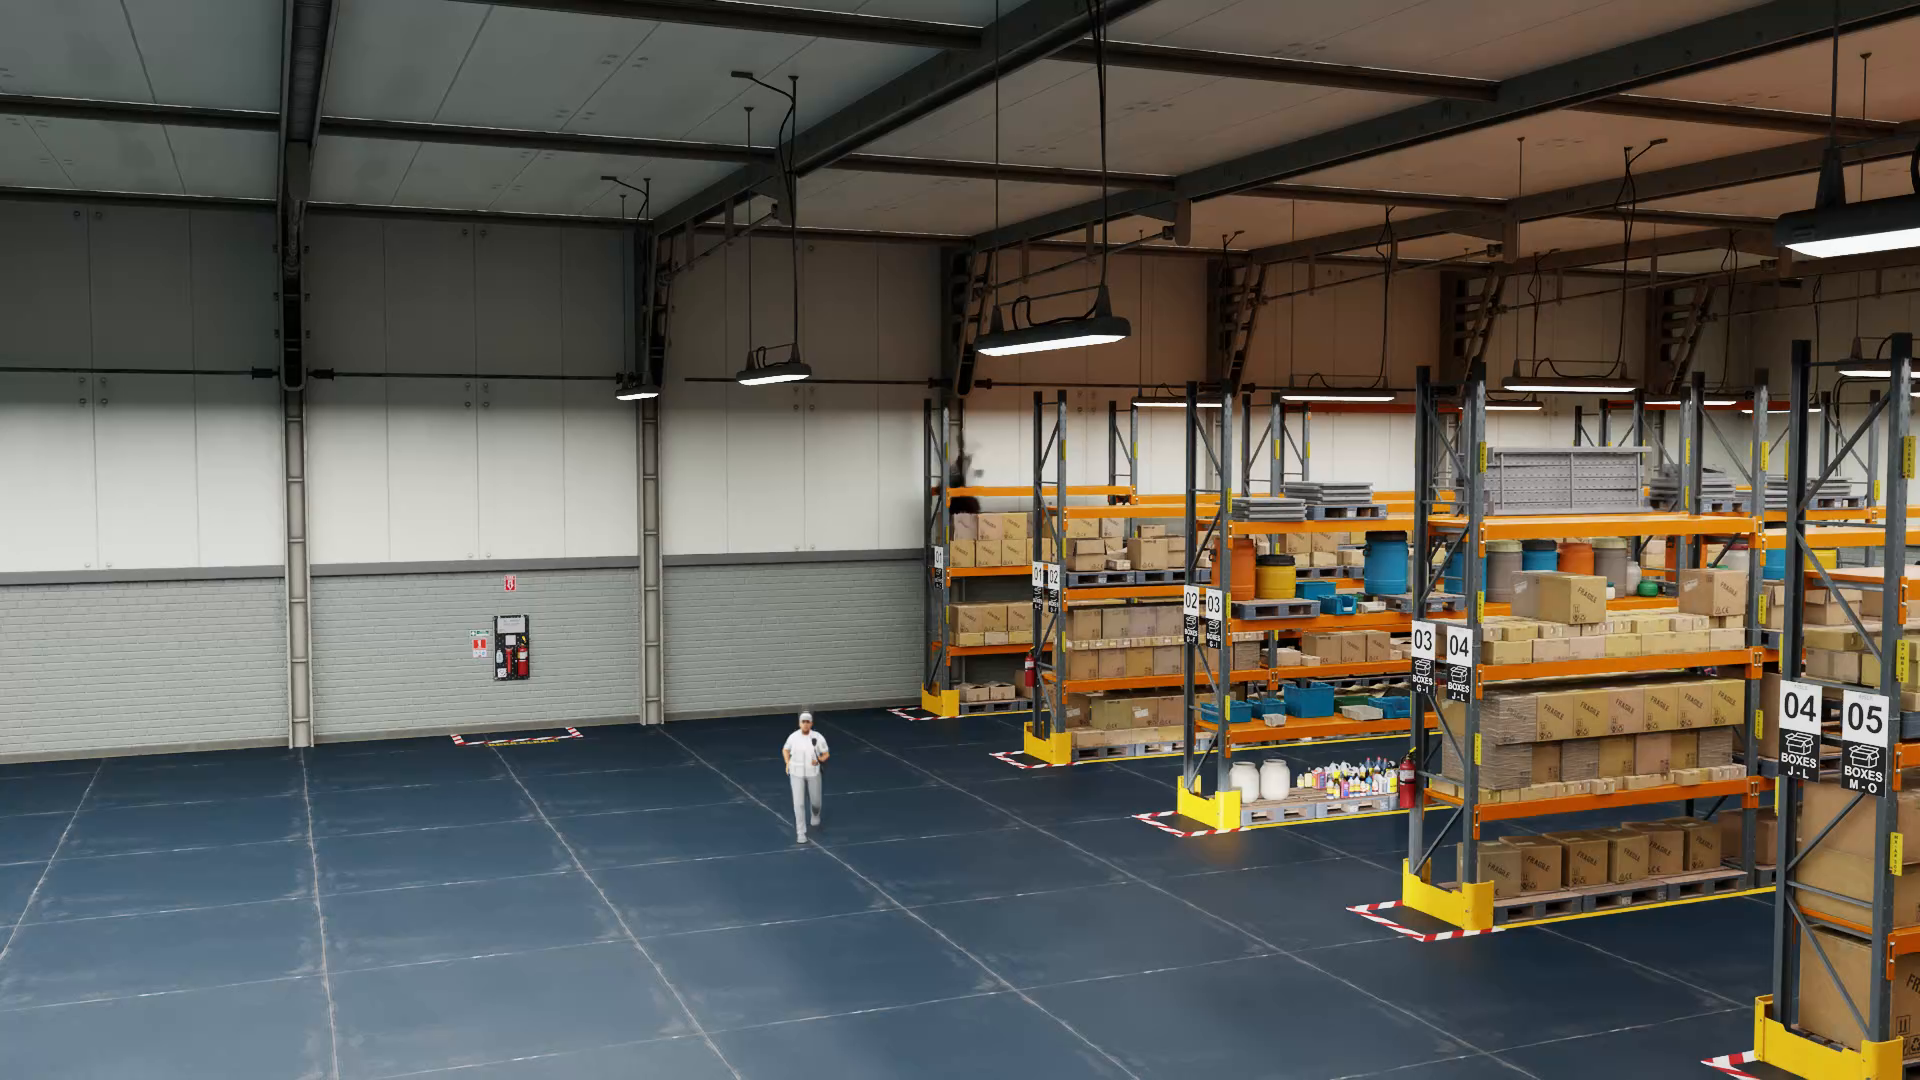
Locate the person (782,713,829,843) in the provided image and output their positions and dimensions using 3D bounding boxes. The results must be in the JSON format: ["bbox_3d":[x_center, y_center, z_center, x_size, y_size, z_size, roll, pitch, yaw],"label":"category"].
[{"bbox_3d":[-2.014,3.068,21.693,0.620,1.634,0.804,0,3,-3],"label":"person"}]

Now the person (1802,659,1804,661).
[{"bbox_3d":[15.316,2.455,30.803,0.876,1.805,0.684,-2,4,-36],"label":"person"}]
